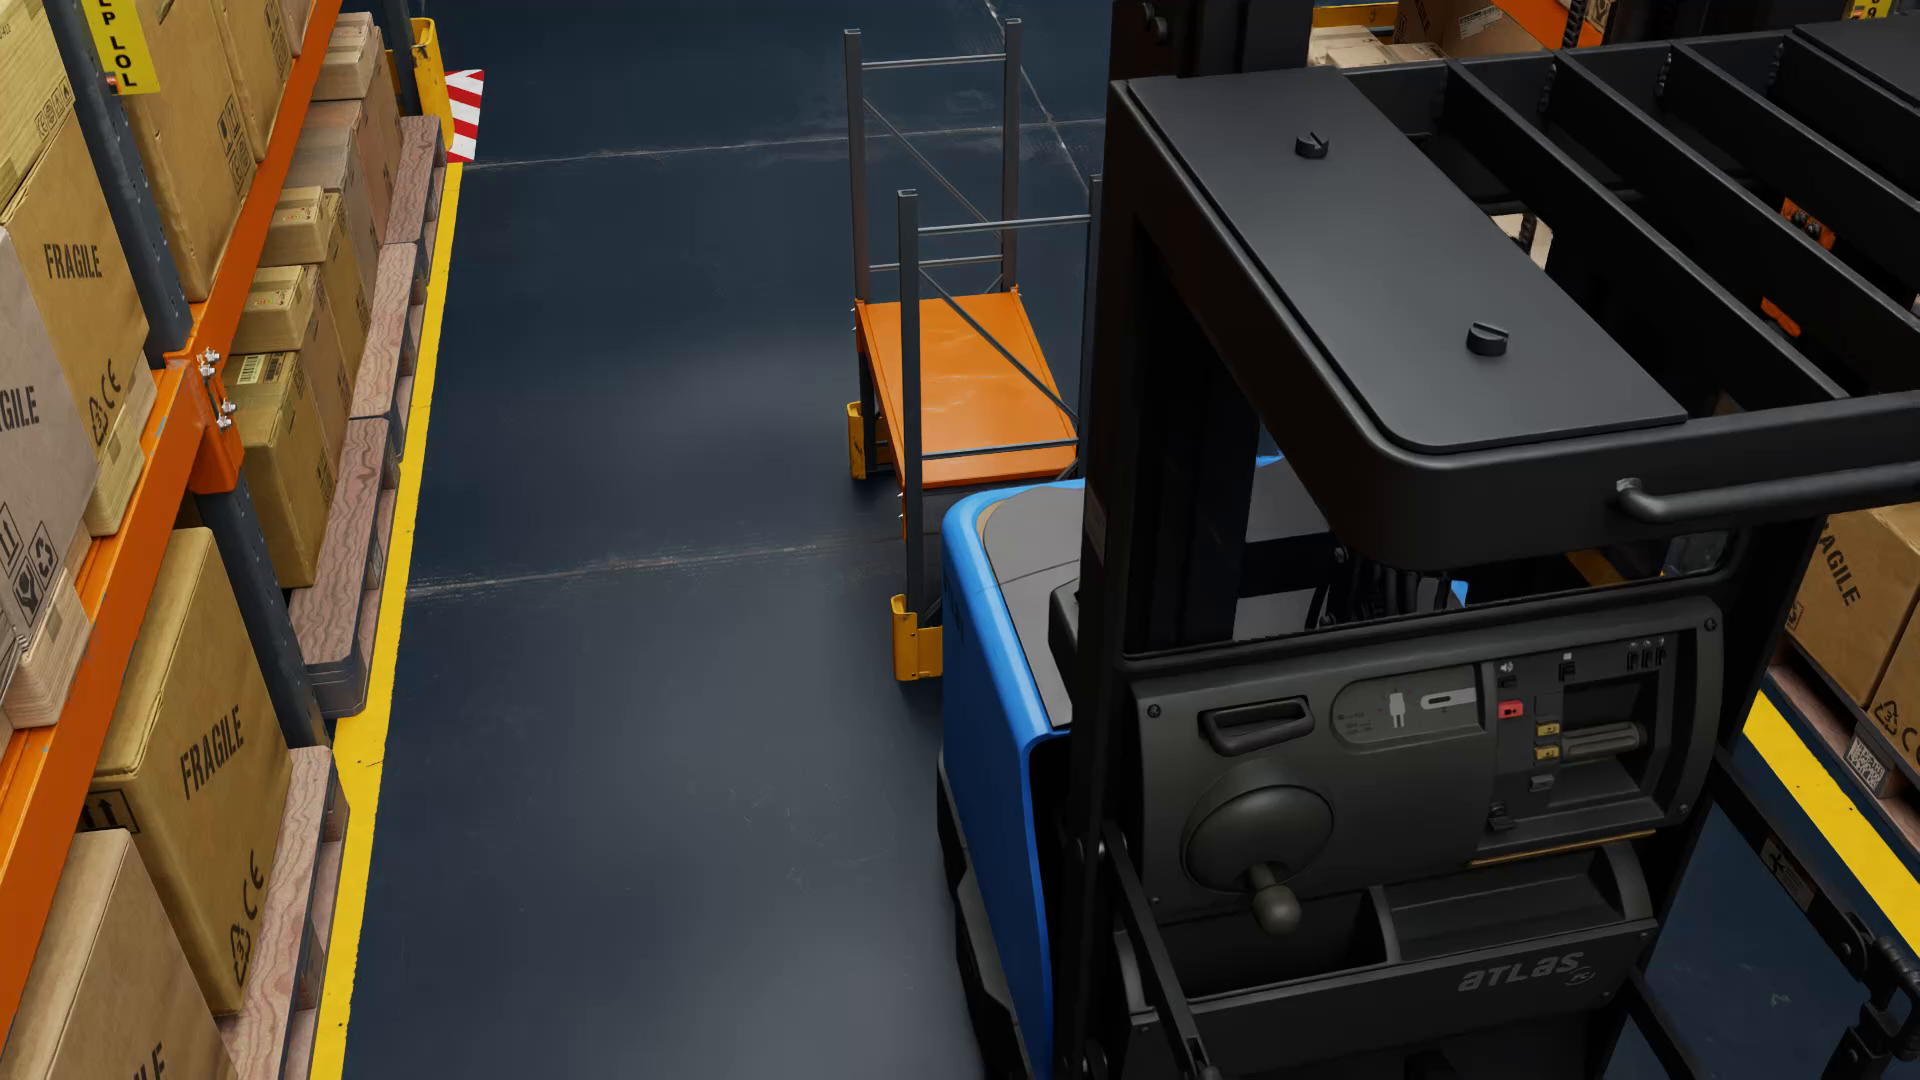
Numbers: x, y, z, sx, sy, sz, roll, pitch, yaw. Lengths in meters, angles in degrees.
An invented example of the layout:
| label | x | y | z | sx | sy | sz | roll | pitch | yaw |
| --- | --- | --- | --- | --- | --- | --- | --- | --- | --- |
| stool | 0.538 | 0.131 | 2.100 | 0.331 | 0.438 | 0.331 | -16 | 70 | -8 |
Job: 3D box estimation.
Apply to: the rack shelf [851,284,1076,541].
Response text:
| label | x | y | z | sx | sy | sz | roll | pitch | yaw |
| --- | --- | --- | --- | --- | --- | --- | --- | --- | --- |
| rack shelf | 0.015 | -0.399 | 4.834 | 0.538 | 0.185 | 1.000 | -6 | 38 | -8 |

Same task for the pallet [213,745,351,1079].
| label | x | y | z | sx | sy | sz | roll | pitch | yaw |
| --- | --- | --- | --- | --- | --- | --- | --- | --- | --- |
| pallet | -1.985 | 1.022 | 3.763 | 1.003 | 0.211 | 1.213 | -6 | 38 | -8 |

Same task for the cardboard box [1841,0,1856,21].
| label | x | y | z | sx | sy | sz | roll | pitch | yaw |
| --- | --- | --- | --- | --- | --- | --- | --- | --- | --- |
| cardboard box | 2.342 | -1.386 | 4.508 | 0.500 | 0.500 | 0.500 | -6 | 38 | -7 |

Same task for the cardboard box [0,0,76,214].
| label | x | y | z | sx | sy | sz | roll | pitch | yaw |
| --- | --- | --- | --- | --- | --- | --- | --- | --- | --- |
| cardboard box | -1.861 | -0.744 | 2.811 | 0.500 | 0.250 | 0.500 | -5 | 38 | -7 |

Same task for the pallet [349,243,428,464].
| label | x | y | z | sx | sy | sz | roll | pitch | yaw |
| --- | --- | --- | --- | --- | --- | --- | --- | --- | --- |
| pallet | -2.468 | -0.642 | 5.905 | 1.003 | 0.211 | 1.213 | -6 | 38 | -8 |

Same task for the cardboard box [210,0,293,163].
| label | x | y | z | sx | sy | sz | roll | pitch | yaw |
| --- | --- | --- | --- | --- | --- | --- | --- | --- | --- |
| cardboard box | -2.396 | -1.427 | 4.397 | 0.980 | 0.700 | 0.700 | -7 | 38 | -9 |

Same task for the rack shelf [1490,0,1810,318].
| label | x | y | z | sx | sy | sz | roll | pitch | yaw |
| --- | --- | --- | --- | --- | --- | --- | --- | --- | --- |
| rack shelf | 2.331 | -1.996 | 5.961 | 1.077 | 0.370 | 4.000 | -6 | 38 | -8 |

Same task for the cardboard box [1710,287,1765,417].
| label | x | y | z | sx | sy | sz | roll | pitch | yaw |
| --- | --- | --- | --- | --- | --- | --- | --- | --- | --- |
| cardboard box | 2.303 | -0.573 | 5.221 | 0.500 | 0.500 | 0.500 | -6 | 38 | -8 |

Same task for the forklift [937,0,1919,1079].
| label | x | y | z | sx | sy | sz | roll | pitch | yaw |
| --- | --- | --- | --- | --- | --- | --- | --- | --- | --- |
| forklift | 0.760 | 0.411 | 2.332 | 1.130 | 2.935 | 3.031 | -8 | 38 | -10 |

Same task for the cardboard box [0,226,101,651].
| label | x | y | z | sx | sy | sz | roll | pitch | yaw |
| --- | --- | --- | --- | --- | --- | --- | --- | --- | --- |
| cardboard box | -1.766 | -0.143 | 2.649 | 0.500 | 0.500 | 0.500 | -6 | 38 | -8 |

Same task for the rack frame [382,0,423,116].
| label | x | y | z | sx | sy | sz | roll | pitch | yaw |
| --- | --- | --- | --- | --- | --- | --- | --- | --- | --- |
| rack frame | -2.896 | -2.953 | 6.607 | 1.000 | 3.000 | 0.127 | -6 | 38 | -8 |

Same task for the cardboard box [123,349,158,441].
| label | x | y | z | sx | sy | sz | roll | pitch | yaw |
| --- | --- | --- | --- | --- | --- | --- | --- | --- | --- |
| cardboard box | -1.856 | -0.272 | 3.344 | 0.380 | 0.149 | 0.250 | -6 | 38 | -8 |

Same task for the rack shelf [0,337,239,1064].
| label | x | y | z | sx | sy | sz | roll | pitch | yaw |
| --- | --- | --- | --- | --- | --- | --- | --- | --- | --- |
| rack shelf | -1.844 | 0.955 | 2.163 | 1.077 | 0.370 | 4.000 | -6 | 38 | -8 |

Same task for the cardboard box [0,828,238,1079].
| label | x | y | z | sx | sy | sz | roll | pitch | yaw |
| --- | --- | --- | --- | --- | --- | --- | --- | --- | --- |
| cardboard box | -1.794 | 1.061 | 2.849 | 0.750 | 0.750 | 0.750 | -5 | 38 | -7 |

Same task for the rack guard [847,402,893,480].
| label | x | y | z | sx | sy | sz | roll | pitch | yaw |
| --- | --- | --- | --- | --- | --- | --- | --- | --- | --- |
| rack guard | -0.074 | -0.353 | 5.501 | 0.587 | 0.250 | 0.087 | -6 | 38 | -8 |

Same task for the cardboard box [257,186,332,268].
| label | x | y | z | sx | sy | sz | roll | pitch | yaw |
| --- | --- | --- | --- | --- | --- | --- | --- | --- | --- |
| cardboard box | -2.197 | -0.977 | 5.229 | 0.380 | 0.149 | 0.250 | -7 | 38 | -9 |

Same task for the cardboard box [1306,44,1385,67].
| label | x | y | z | sx | sy | sz | roll | pitch | yaw |
| --- | --- | --- | --- | --- | --- | --- | --- | --- | --- |
| cardboard box | 1.760 | -2.102 | 7.462 | 0.380 | 0.166 | 0.250 | -6 | 38 | -8 |

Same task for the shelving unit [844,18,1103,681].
| label | x | y | z | sx | sy | sz | roll | pitch | yaw |
| --- | --- | --- | --- | --- | --- | --- | --- | --- | --- |
| shelving unit | 0.013 | -0.546 | 4.731 | 0.587 | 1.500 | 1.083 | -6 | 38 | -8 |

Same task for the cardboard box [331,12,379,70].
| label | x | y | z | sx | sy | sz | roll | pitch | yaw |
| --- | --- | --- | --- | --- | --- | --- | --- | --- | --- |
| cardboard box | -2.472 | -1.918 | 6.441 | 0.380 | 0.149 | 0.250 | -7 | 38 | -8 |

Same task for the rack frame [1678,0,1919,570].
| label | x | y | z | sx | sy | sz | roll | pitch | yaw |
| --- | --- | --- | --- | --- | --- | --- | --- | --- | --- |
| rack frame | 2.682 | -1.072 | 4.185 | 1.000 | 3.000 | 0.127 | -6 | 38 | -8 |

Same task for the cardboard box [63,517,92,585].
| label | x | y | z | sx | sy | sz | roll | pitch | yaw |
| --- | --- | --- | --- | --- | --- | --- | --- | --- | --- |
| cardboard box | -1.788 | 0.039 | 2.944 | 0.380 | 0.149 | 0.250 | -5 | 38 | -7 |

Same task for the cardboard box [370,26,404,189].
| label | x | y | z | sx | sy | sz | roll | pitch | yaw |
| --- | --- | --- | --- | --- | --- | --- | --- | --- | --- |
| cardboard box | -2.674 | -1.720 | 6.714 | 0.700 | 0.500 | 0.500 | -6 | 38 | -8 |

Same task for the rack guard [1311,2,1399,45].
| label | x | y | z | sx | sy | sz | roll | pitch | yaw |
| --- | --- | --- | --- | --- | --- | --- | --- | --- | --- |
| rack guard | 1.994 | -2.455 | 8.003 | 1.175 | 0.500 | 0.348 | -6 | 38 | -8 |

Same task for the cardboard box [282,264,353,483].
| label | x | y | z | sx | sy | sz | roll | pitch | yaw |
| --- | --- | --- | --- | --- | --- | --- | --- | --- | --- |
| cardboard box | -2.309 | -0.483 | 5.121 | 0.700 | 0.500 | 0.500 | -7 | 38 | -8 |

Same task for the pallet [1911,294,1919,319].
| label | x | y | z | sx | sy | sz | roll | pitch | yaw |
| --- | --- | --- | --- | --- | --- | --- | --- | --- | --- |
| pallet | 2.715 | -0.502 | 3.608 | 1.003 | 0.211 | 1.213 | -6 | 38 | -8 |

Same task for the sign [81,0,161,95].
| label | x | y | z | sx | sy | sz | roll | pitch | yaw |
| --- | --- | --- | --- | --- | --- | --- | --- | --- | --- |
| sign | -1.662 | -1.028 | 3.248 | 0.100 | 0.325 | 0.005 | -6 | 38 | -8 |

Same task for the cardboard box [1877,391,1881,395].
| label | x | y | z | sx | sy | sz | roll | pitch | yaw |
| --- | --- | --- | --- | --- | --- | --- | --- | --- | --- |
| cardboard box | 2.821 | -0.461 | 5.232 | 0.500 | 0.311 | 0.500 | -6 | 38 | -8 |

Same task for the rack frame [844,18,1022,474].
| label | x | y | z | sx | sy | sz | roll | pitch | yaw |
| --- | --- | --- | --- | --- | --- | --- | --- | --- | --- |
| rack frame | -0.074 | -0.848 | 5.119 | 0.500 | 1.500 | 0.032 | -6 | 38 | -8 |

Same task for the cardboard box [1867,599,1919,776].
| label | x | y | z | sx | sy | sz | roll | pitch | yaw |
| --- | --- | --- | --- | --- | --- | --- | --- | --- | --- |
| cardboard box | 2.631 | 0.380 | 3.994 | 0.500 | 0.500 | 0.500 | -6 | 38 | -7 |

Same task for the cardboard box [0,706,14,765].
| label | x | y | z | sx | sy | sz | roll | pitch | yaw |
| --- | --- | --- | --- | --- | --- | --- | --- | --- | --- |
| cardboard box | -1.706 | 0.347 | 2.547 | 0.380 | 0.149 | 0.250 | -6 | 38 | -8 |

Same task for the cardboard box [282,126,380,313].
| label | x | y | z | sx | sy | sz | roll | pitch | yaw |
| --- | --- | --- | --- | --- | --- | --- | --- | --- | --- |
| cardboard box | -2.498 | -1.114 | 5.934 | 0.700 | 0.500 | 0.500 | -7 | 38 | -9 |

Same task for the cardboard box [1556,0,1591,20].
| label | x | y | z | sx | sy | sz | roll | pitch | yaw |
| --- | --- | --- | --- | --- | --- | --- | --- | --- | --- |
| cardboard box | 2.158 | -2.008 | 5.308 | 0.500 | 0.500 | 0.500 | -5 | 38 | -7 |

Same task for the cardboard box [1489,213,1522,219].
| label | x | y | z | sx | sy | sz | roll | pitch | yaw |
| --- | --- | --- | --- | --- | --- | --- | --- | --- | --- |
| cardboard box | 2.348 | -1.395 | 6.276 | 0.797 | 0.503 | 0.637 | -6 | 38 | -8 |
